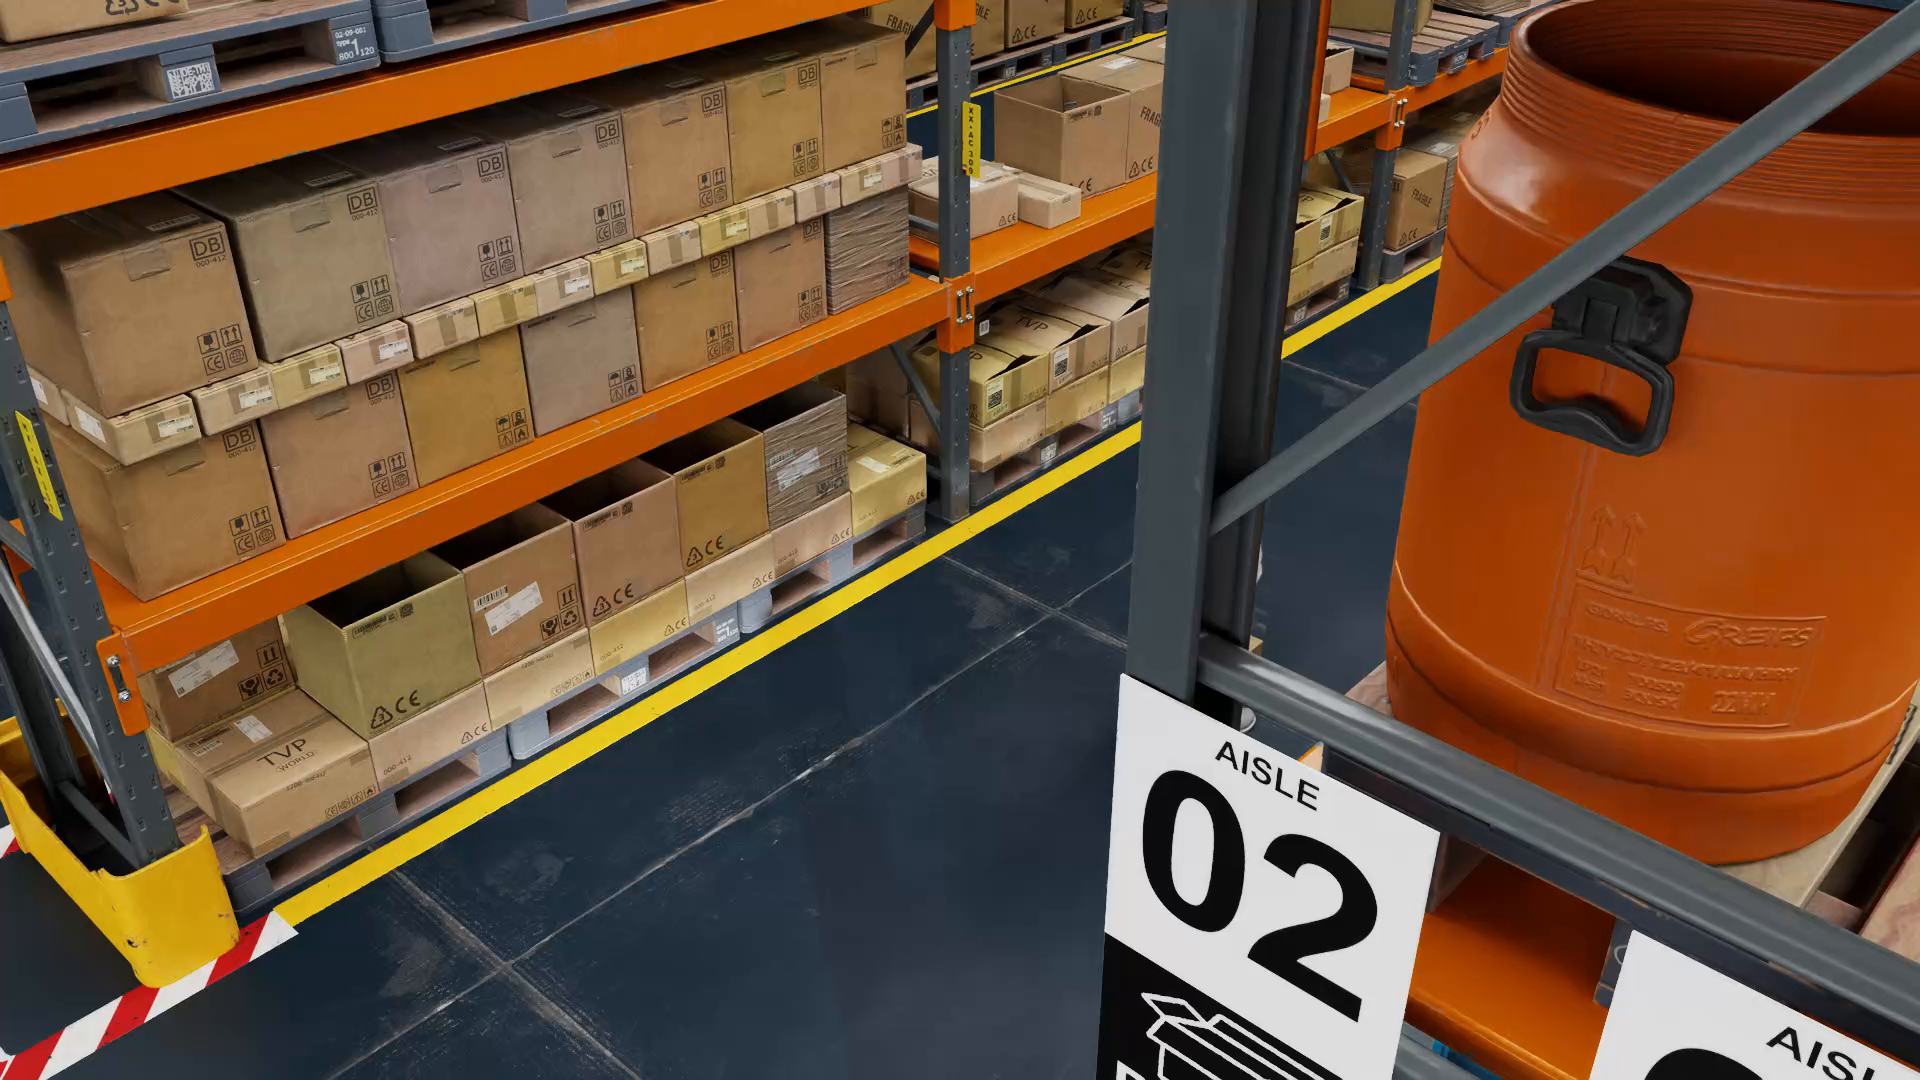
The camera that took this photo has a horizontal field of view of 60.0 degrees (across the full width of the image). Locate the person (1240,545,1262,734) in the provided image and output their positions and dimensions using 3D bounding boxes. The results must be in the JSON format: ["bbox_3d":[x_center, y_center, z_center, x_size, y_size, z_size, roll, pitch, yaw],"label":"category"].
[{"bbox_3d":[0.948,0.028,6.582,0.547,1.666,0.371,23,38,32],"label":"person"}]
